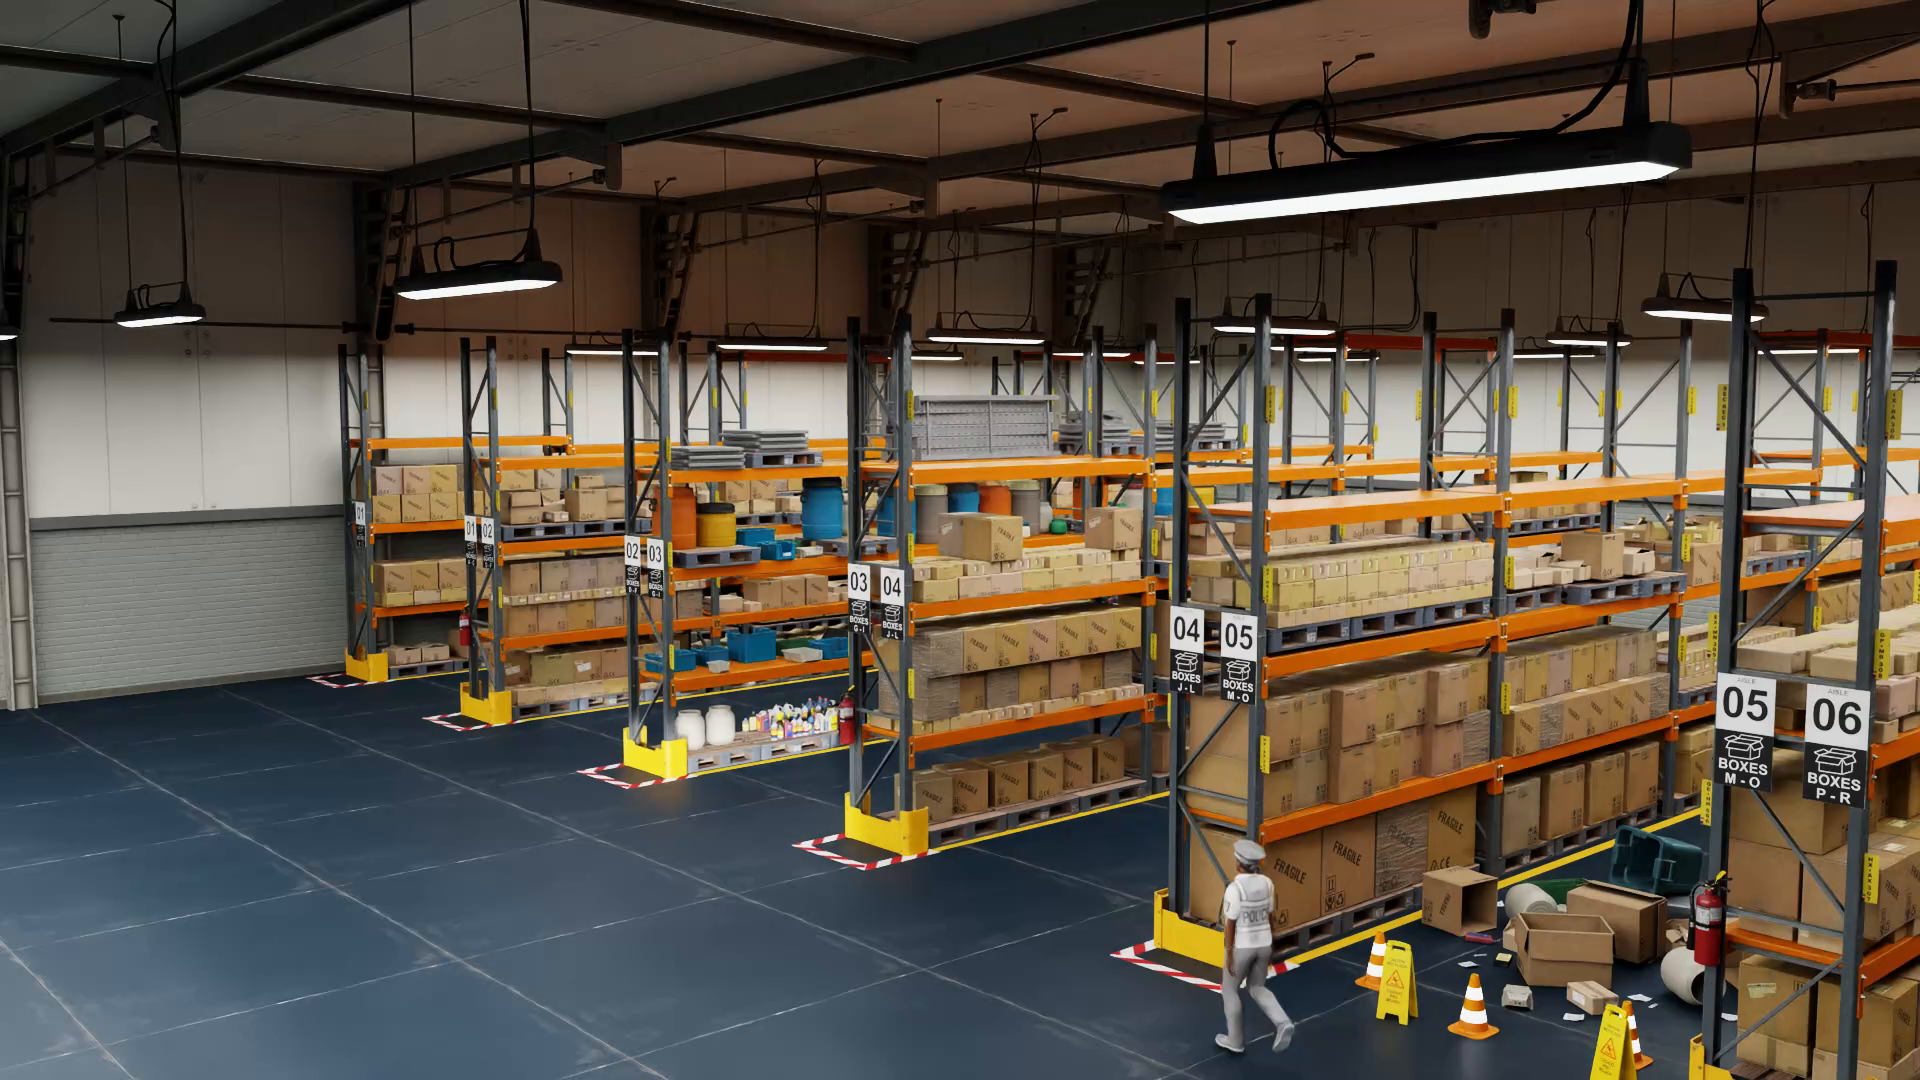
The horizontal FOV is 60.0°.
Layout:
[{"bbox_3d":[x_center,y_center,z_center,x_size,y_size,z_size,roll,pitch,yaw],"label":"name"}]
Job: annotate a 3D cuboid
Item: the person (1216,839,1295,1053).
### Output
[{"bbox_3d":[2.263,3.163,12.867,0.455,1.667,0.671,-3,6,-33],"label":"person"}]
